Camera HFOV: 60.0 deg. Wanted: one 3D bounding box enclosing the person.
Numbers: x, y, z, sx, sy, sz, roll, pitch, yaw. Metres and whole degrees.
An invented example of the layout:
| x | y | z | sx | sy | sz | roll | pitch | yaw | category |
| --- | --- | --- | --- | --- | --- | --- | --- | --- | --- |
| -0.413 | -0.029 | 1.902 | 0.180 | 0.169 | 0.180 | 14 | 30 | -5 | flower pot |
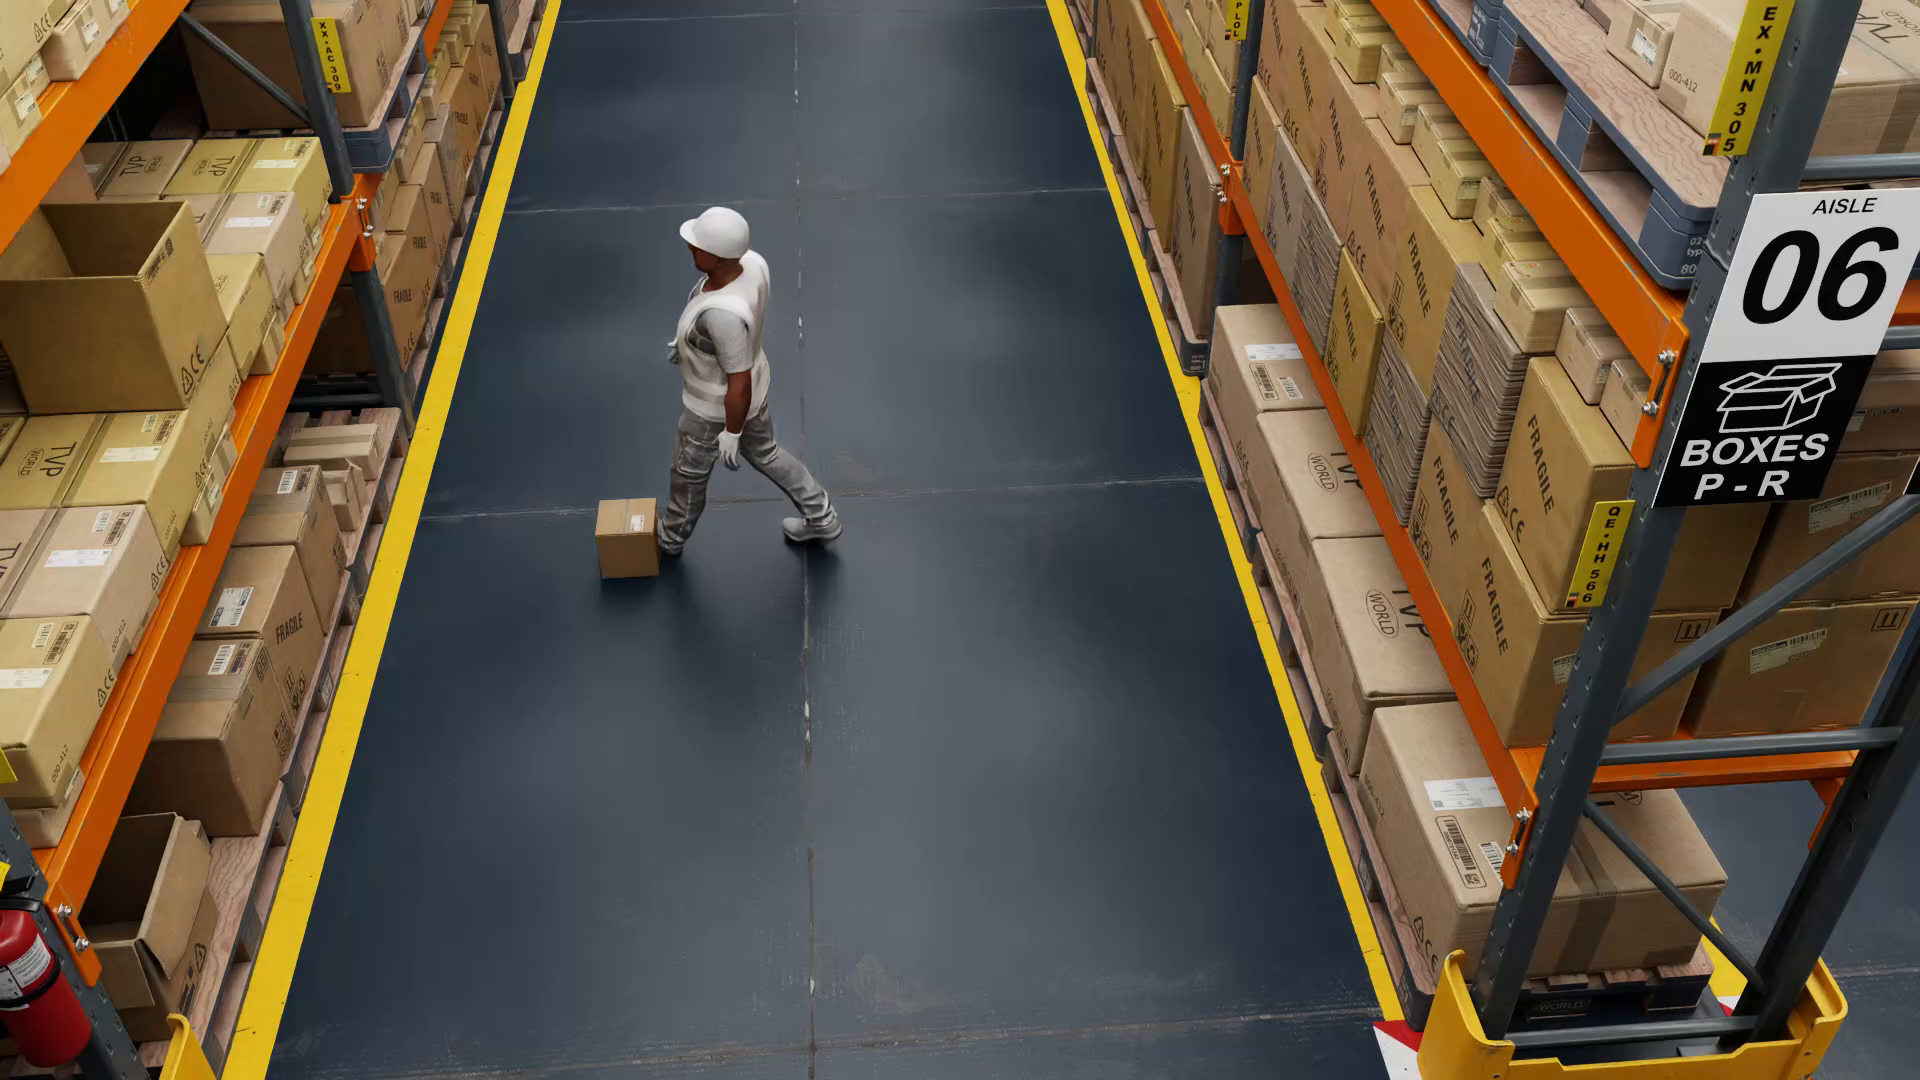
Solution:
| x | y | z | sx | sy | sz | roll | pitch | yaw | category |
| --- | --- | --- | --- | --- | --- | --- | --- | --- | --- |
| -1.045 | -0.616 | 6.929 | 0.994 | 1.750 | 0.617 | 8 | 39 | 9 | person |
